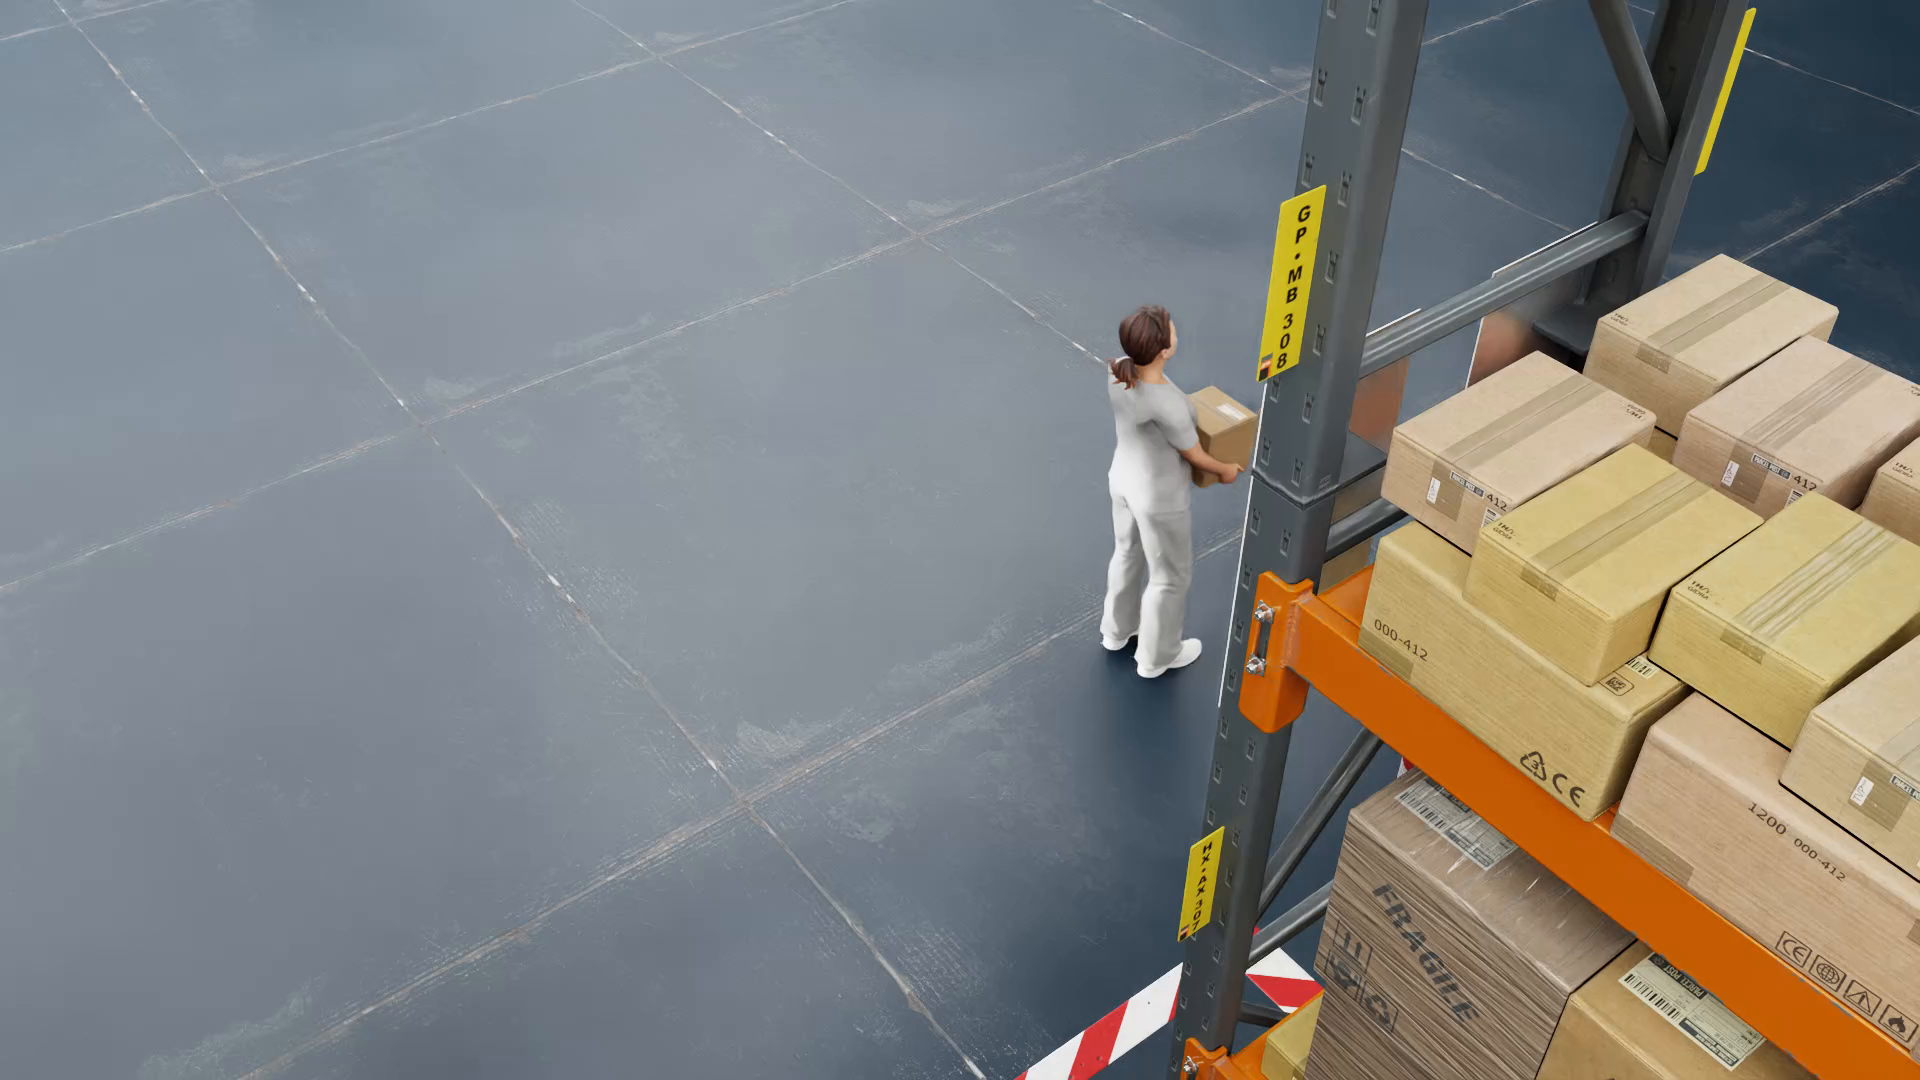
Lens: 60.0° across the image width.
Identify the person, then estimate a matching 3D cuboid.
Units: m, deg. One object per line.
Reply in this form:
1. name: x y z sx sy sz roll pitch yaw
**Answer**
1. person: 0.783 -0.207 6.401 0.544 1.673 0.445 -20 44 -22
